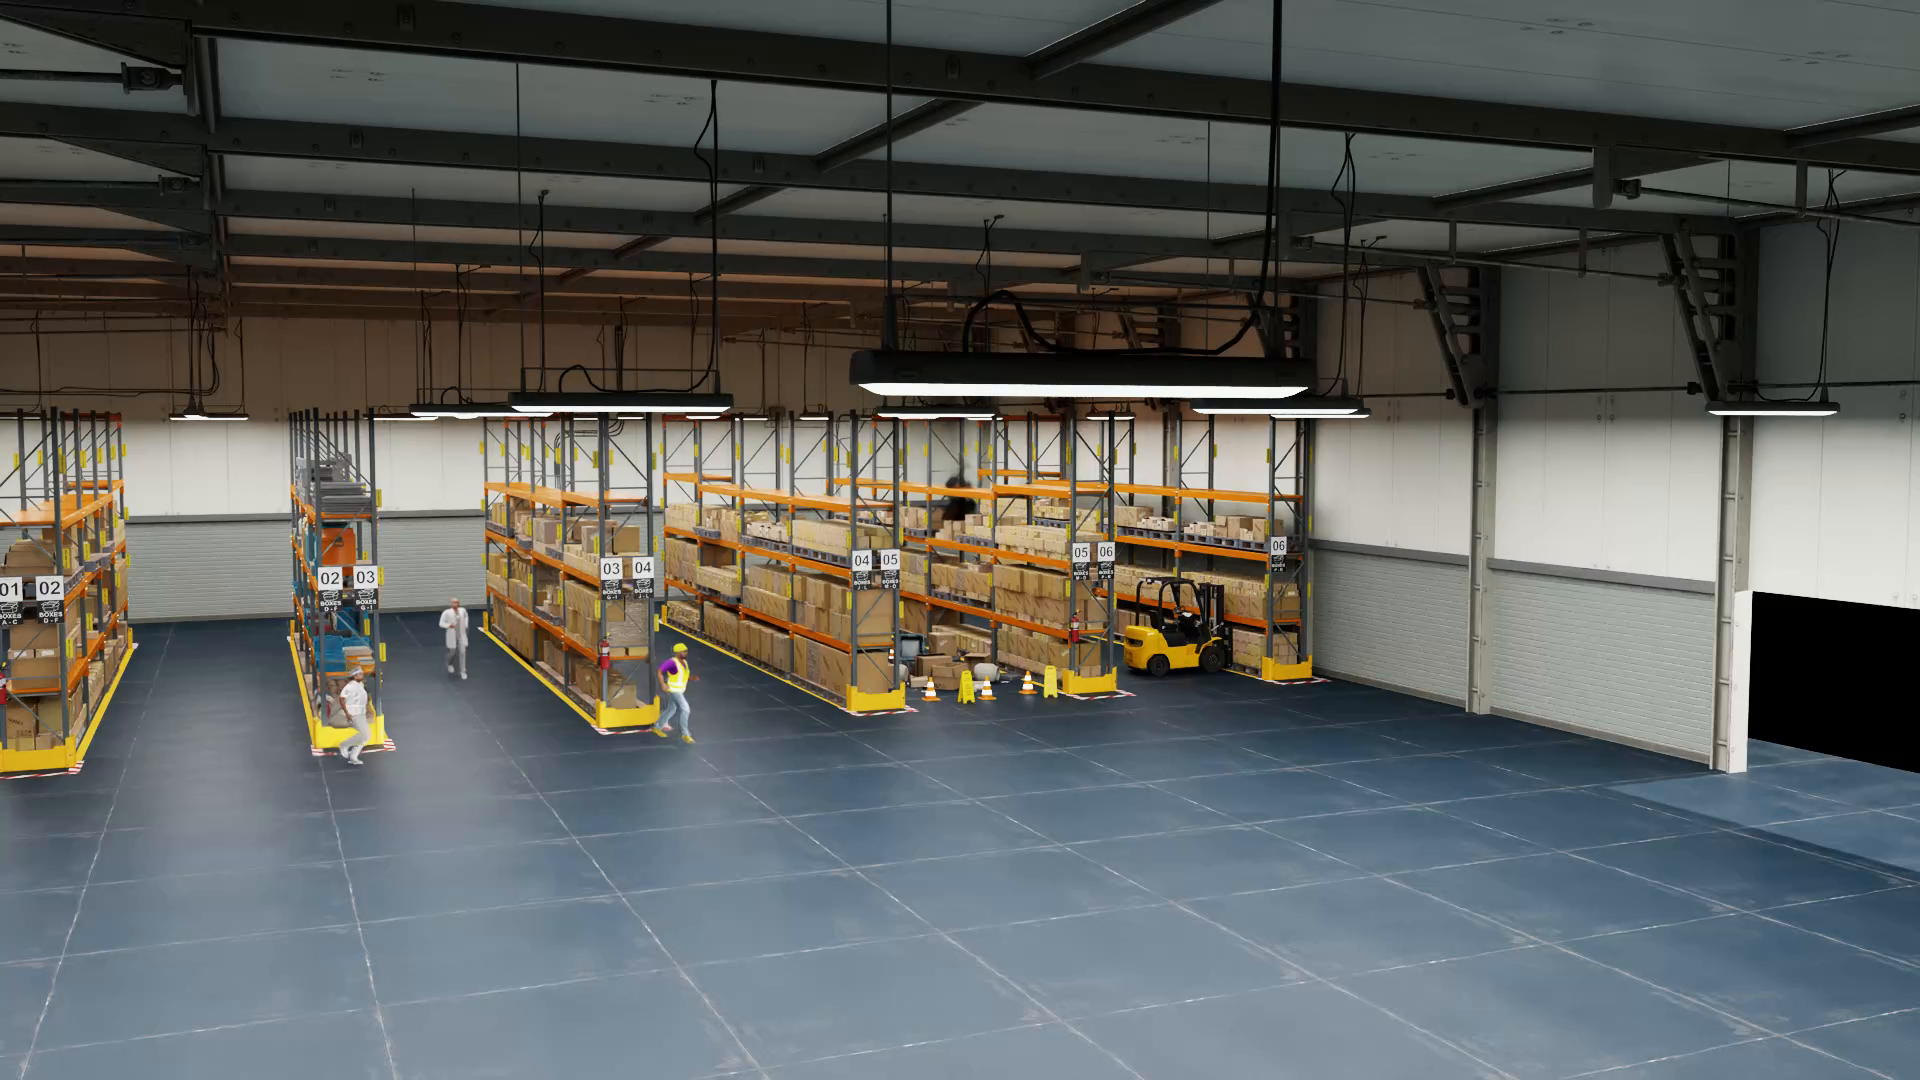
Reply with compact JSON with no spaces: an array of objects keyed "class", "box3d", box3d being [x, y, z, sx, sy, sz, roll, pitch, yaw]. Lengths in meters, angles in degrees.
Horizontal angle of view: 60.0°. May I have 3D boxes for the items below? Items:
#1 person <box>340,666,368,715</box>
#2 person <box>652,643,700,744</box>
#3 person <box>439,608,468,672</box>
[{"class":"person","box3d":[-10.201,2.548,28.084,0.328,0.832,0.553,0,4,6]},{"class":"person","box3d":[-5.135,2.754,29.924,0.915,1.802,0.614,1,4,9]},{"class":"person","box3d":[-11.397,2.250,37.529,0.707,1.457,0.863,-3,5,-33]}]
